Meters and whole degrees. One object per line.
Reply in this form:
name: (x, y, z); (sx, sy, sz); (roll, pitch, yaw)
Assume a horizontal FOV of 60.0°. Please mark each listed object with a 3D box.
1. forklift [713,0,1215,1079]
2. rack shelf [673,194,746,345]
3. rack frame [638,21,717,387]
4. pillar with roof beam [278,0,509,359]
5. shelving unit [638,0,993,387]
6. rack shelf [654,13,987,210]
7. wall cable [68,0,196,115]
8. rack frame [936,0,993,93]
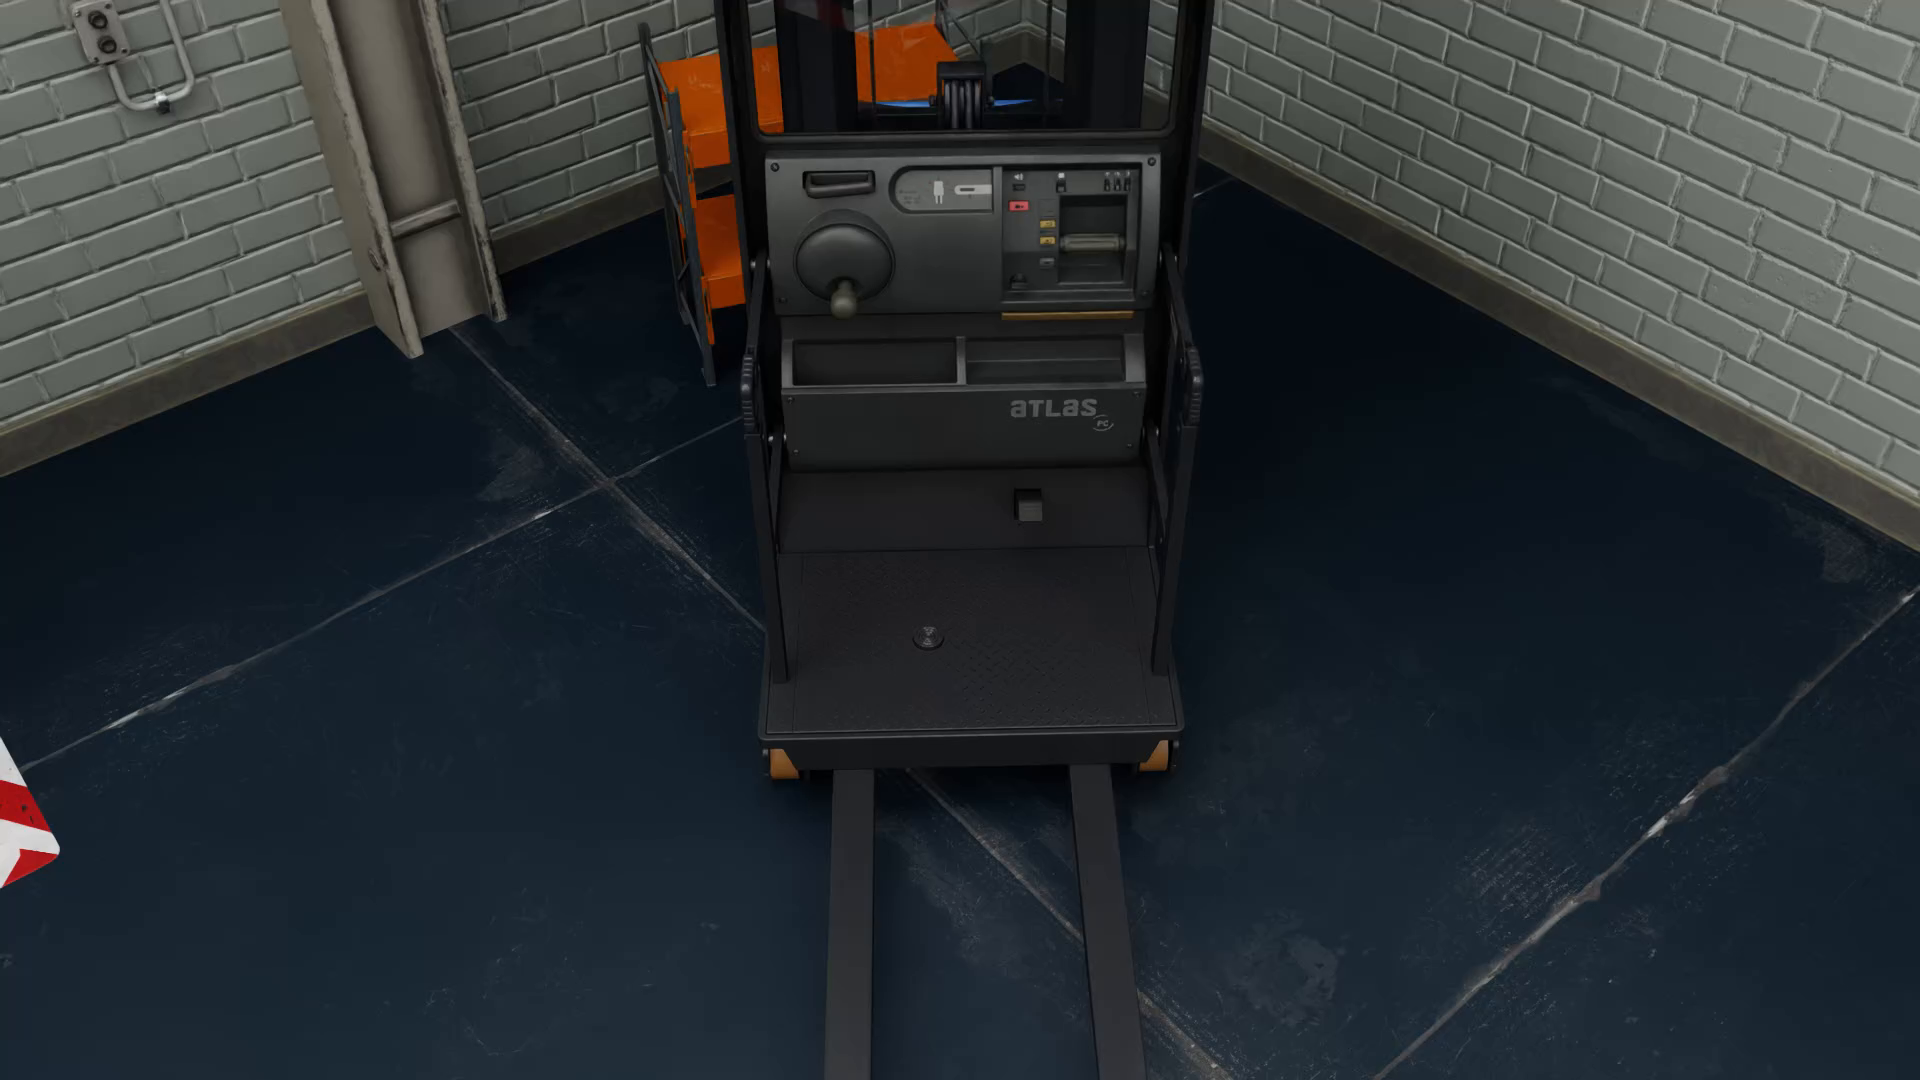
forklift: (0.017, -0.640, 3.791); (1.130, 2.935, 3.031); (-1, 43, -1)
rack shelf: (-0.468, -1.045, 5.896); (1.000, 0.278, 0.538); (-13, 45, -14)
rack frame: (-0.950, -1.109, 5.609); (0.032, 1.125, 0.500); (-13, 45, -14)
pillar with roof beam: (0.853, -1.832, 0.628); (0.400, 9.000, 9.100); (-30, 51, -28)
shelving unit: (-0.469, -1.223, 5.729); (1.048, 1.125, 0.538); (-13, 45, -14)
rack shelf: (-0.469, -1.436, 5.529); (1.000, 0.278, 0.538); (-13, 45, -14)
wall cable: (-3.050, -1.696, 4.122); (1.851, 1.984, 0.084); (-30, 51, -28)
rack frame: (0.012, -1.337, 5.849); (0.032, 1.125, 0.500); (-13, 45, -14)
